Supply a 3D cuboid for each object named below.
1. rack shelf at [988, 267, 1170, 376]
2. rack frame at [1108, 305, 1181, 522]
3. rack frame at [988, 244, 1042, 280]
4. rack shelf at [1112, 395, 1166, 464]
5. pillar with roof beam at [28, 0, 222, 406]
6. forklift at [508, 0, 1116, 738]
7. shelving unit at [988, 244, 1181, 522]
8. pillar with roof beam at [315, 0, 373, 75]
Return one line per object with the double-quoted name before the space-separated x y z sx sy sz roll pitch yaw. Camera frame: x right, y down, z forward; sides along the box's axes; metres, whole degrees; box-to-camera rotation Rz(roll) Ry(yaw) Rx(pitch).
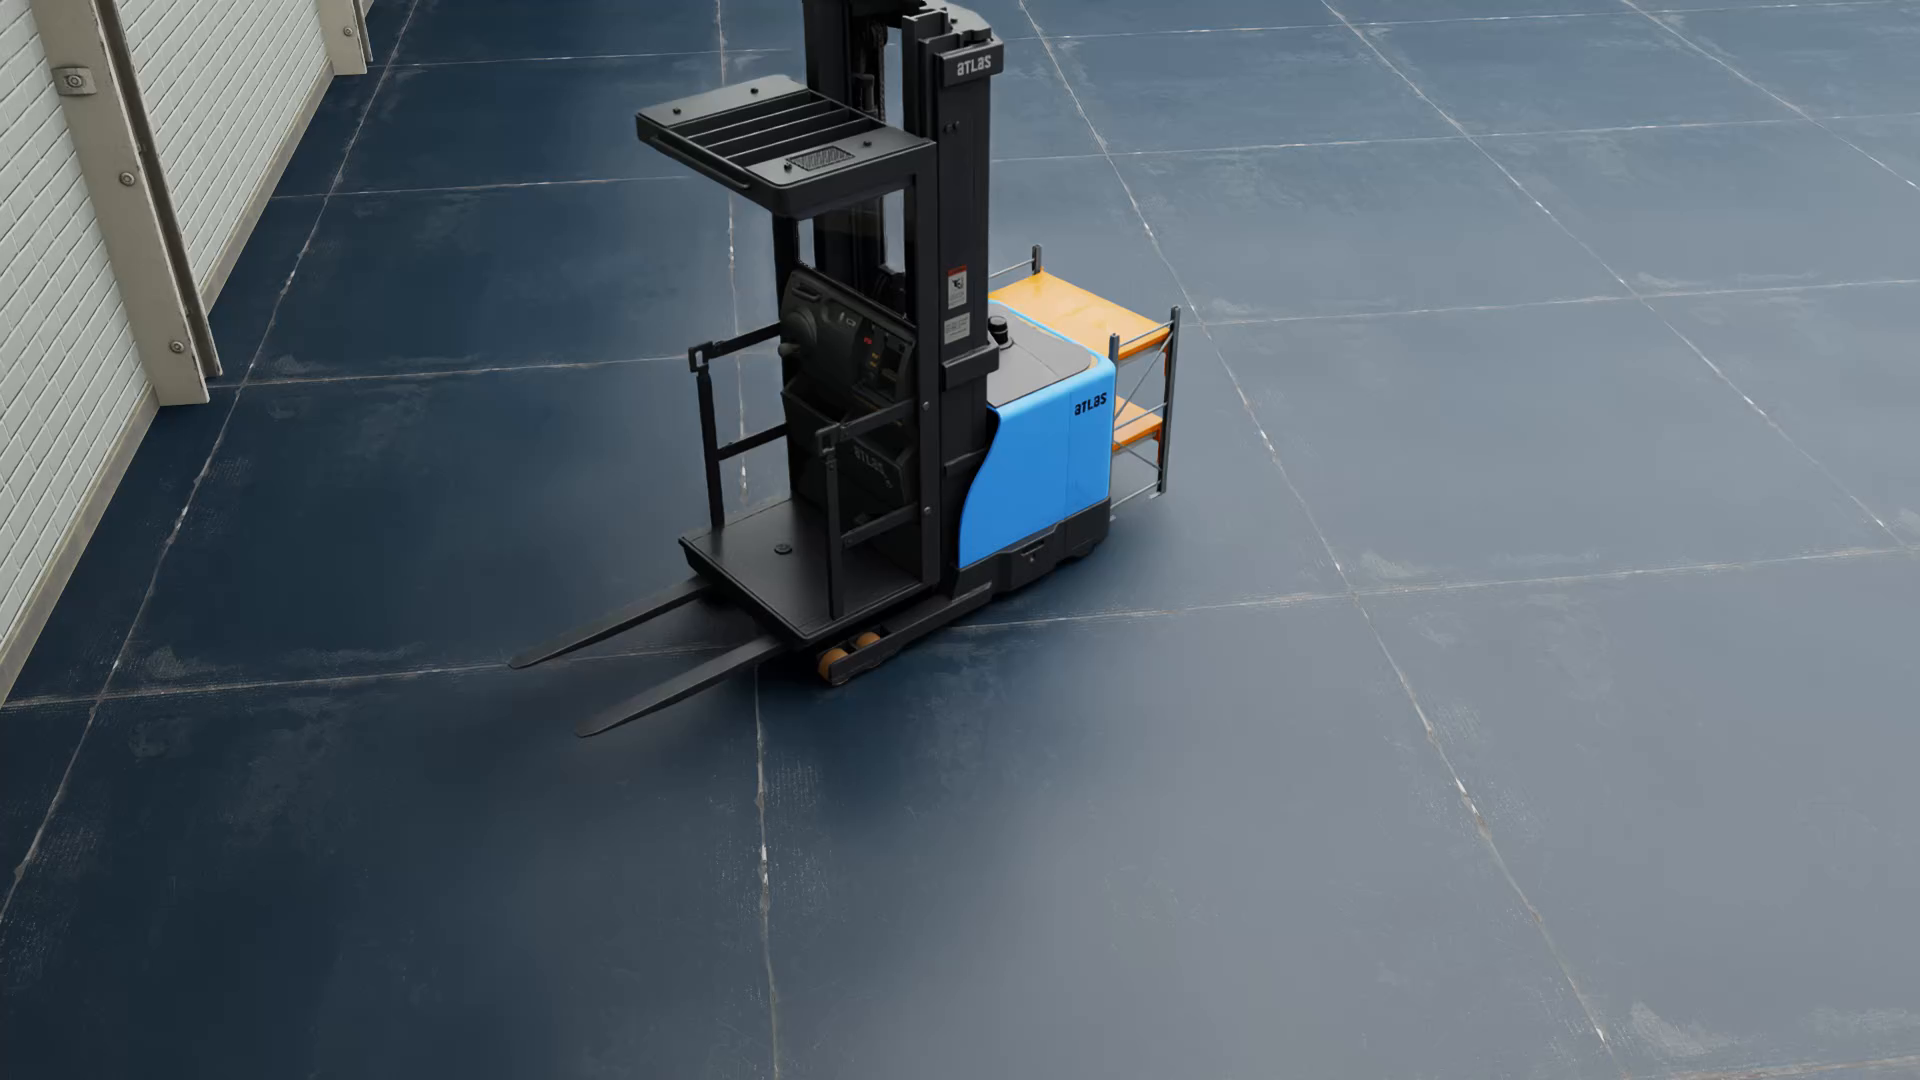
"rack shelf" 0.595 -1.094 8.837 0.538 0.278 1.000 -27 43 -34
"rack frame" 0.937 -0.640 8.690 0.500 1.125 0.032 -27 43 -34
"rack frame" 0.254 -1.064 9.313 0.500 1.125 0.032 -27 43 -34
"rack shelf" 0.595 -0.650 9.139 0.538 0.278 1.000 -27 43 -34
"pillar with roof beam" -0.418 -4.964 8.044 9.100 9.000 0.400 -4 35 -6
"forklift" -0.676 -0.872 7.427 3.031 2.935 1.130 -25 42 -32
"shelving unit" 0.595 -0.852 9.001 0.538 1.125 1.048 -27 43 -34
"pillar with roof beam" -1.225 -8.313 12.957 9.100 9.000 0.400 -4 35 -6
